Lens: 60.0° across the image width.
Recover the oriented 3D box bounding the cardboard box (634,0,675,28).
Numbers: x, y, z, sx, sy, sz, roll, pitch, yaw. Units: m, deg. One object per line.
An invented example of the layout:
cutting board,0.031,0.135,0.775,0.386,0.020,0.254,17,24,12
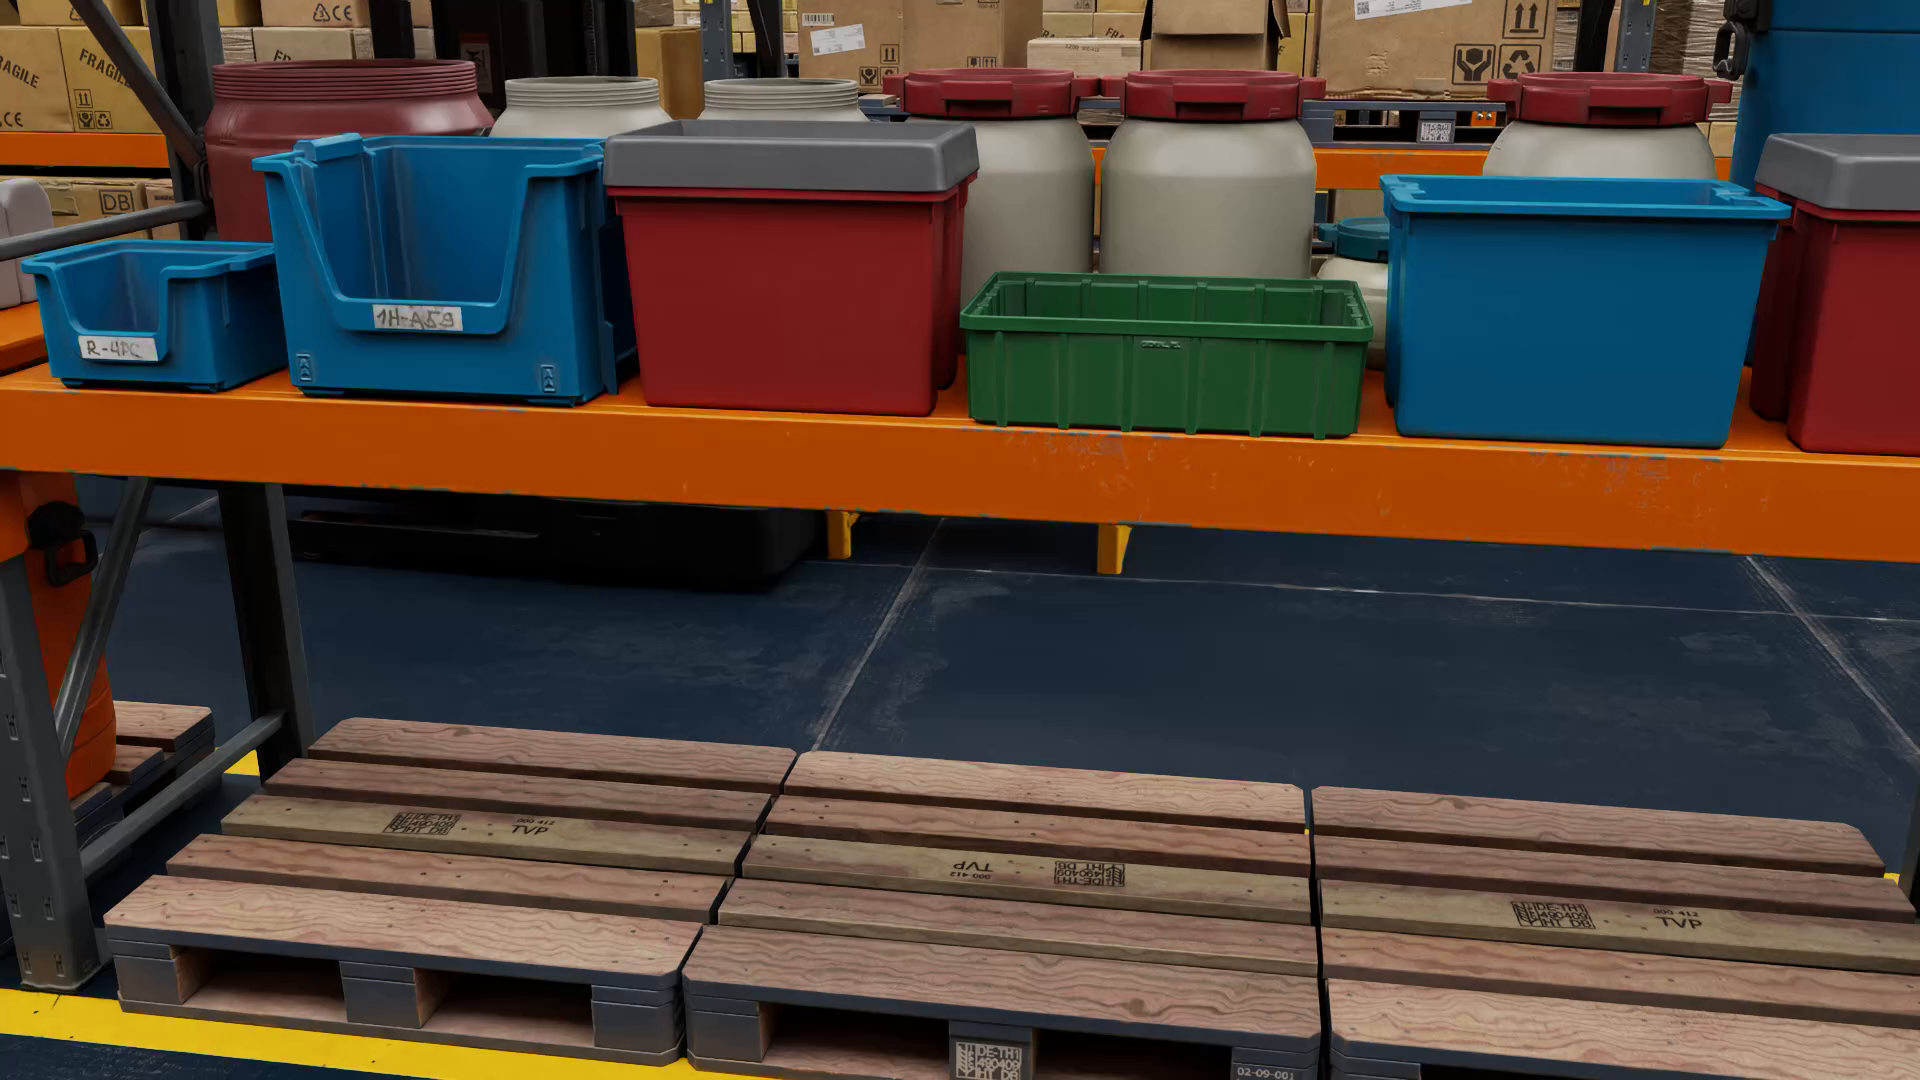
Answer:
cardboard box,-1.760,-2.750,8.056,0.637,0.503,0.797,4,19,11

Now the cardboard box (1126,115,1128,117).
cardboard box,2.575,-5.852,22.146,0.625,0.625,0.875,4,19,10

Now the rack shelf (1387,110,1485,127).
rack shelf,1.821,-3.292,12.548,4.000,0.370,1.077,3,19,9

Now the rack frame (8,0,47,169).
rack frame,-4.990,-2.386,8.708,0.127,3.000,1.000,3,19,9

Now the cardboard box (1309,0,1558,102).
cardboard box,2.147,-2.551,7.593,1.000,1.000,1.000,3,19,9

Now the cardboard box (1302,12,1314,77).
cardboard box,2.739,-3.548,12.022,0.500,0.500,0.500,3,19,8

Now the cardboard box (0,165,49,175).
cardboard box,-5.629,-1.636,9.152,0.875,0.875,0.875,3,19,9

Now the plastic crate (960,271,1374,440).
plastic crate,0.359,-0.331,2.898,0.662,0.188,0.450,3,19,9

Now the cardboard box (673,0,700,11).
cardboard box,-1.987,-4.043,12.455,0.250,0.149,0.380,4,19,11

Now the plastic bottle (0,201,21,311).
plastic bottle,-2.226,-0.650,3.713,0.135,0.276,0.152,3,19,9

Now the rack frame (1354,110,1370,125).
rack frame,5.265,-6.644,21.431,0.127,3.000,1.000,3,19,9

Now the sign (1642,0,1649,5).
sign,2.825,-2.359,6.800,0.005,0.325,0.100,3,19,9

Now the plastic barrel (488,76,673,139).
plastic barrel,-0.776,-0.701,3.496,0.421,0.512,0.421,0,18,0

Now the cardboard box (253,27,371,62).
cardboard box,-3.074,-2.258,8.165,0.500,0.500,0.500,3,19,10

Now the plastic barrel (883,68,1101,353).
plastic barrel,0.062,-0.672,3.370,0.433,0.535,0.433,0,18,0

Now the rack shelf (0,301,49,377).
rack shelf,-3.801,-0.393,3.883,4.000,0.370,1.077,3,19,9

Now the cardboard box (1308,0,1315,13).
cardboard box,2.796,-4.102,12.103,0.500,0.500,0.700,3,19,8

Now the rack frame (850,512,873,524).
rack frame,-0.402,-0.734,6.130,0.032,1.500,0.500,3,19,9

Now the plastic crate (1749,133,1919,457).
plastic crate,1.597,-0.391,2.643,0.583,0.464,0.402,3,19,9

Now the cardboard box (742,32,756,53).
cardboard box,-1.458,-3.734,12.470,0.250,0.149,0.380,3,19,8

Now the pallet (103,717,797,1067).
pallet,-1.067,0.740,3.758,1.213,0.211,1.003,3,19,9

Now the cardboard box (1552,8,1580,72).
cardboard box,4.162,-3.589,12.065,0.550,0.550,0.875,3,19,9

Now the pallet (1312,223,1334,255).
pallet,3.022,-2.225,12.621,1.213,0.211,1.003,3,19,9

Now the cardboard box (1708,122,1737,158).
cardboard box,3.318,-1.743,7.180,0.250,0.149,0.380,3,19,9

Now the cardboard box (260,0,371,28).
cardboard box,-3.066,-2.815,8.251,0.637,0.503,0.797,4,19,10

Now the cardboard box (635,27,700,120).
cardboard box,-1.567,-2.180,7.932,0.500,0.500,0.500,4,19,10

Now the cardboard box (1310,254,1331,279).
cardboard box,1.838,-1.074,8.033,0.500,0.500,0.700,3,19,8

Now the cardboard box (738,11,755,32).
cardboard box,-1.485,-3.875,12.423,0.250,0.149,0.380,3,19,9

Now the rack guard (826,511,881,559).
rack guard,-0.401,-0.140,6.327,0.087,0.250,0.587,3,19,9

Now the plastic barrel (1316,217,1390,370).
plastic barrel,0.841,-0.481,3.231,0.301,0.262,0.301,0,18,0

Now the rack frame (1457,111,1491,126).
rack frame,3.796,-3.532,12.133,0.127,3.000,1.000,3,19,9

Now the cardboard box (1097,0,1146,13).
cardboard box,1.294,-4.179,12.334,0.500,0.500,0.700,3,19,8

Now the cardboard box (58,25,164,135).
cardboard box,-4.079,-2.307,8.314,0.500,0.500,0.500,3,19,9

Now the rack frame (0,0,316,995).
rack frame,-1.826,-0.633,3.468,0.127,3.000,1.000,3,19,9

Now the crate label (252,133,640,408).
crate label,-0.888,-0.515,3.060,0.616,0.435,0.502,3,19,9

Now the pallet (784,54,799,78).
pallet,-0.874,-3.645,12.773,1.003,0.211,1.213,3,19,9

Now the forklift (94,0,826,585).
forklift,-1.980,-1.462,6.053,3.031,2.935,1.130,4,19,12

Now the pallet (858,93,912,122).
pallet,-0.320,-2.092,8.129,1.003,0.211,1.213,3,19,9

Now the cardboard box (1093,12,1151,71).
cardboard box,1.247,-3.624,12.249,0.500,0.500,0.500,3,19,9

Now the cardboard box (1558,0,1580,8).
cardboard box,4.154,-4.086,11.850,0.550,0.550,0.875,3,19,9

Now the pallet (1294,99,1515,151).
pallet,2.177,-1.977,7.786,1.213,0.211,1.003,3,19,9

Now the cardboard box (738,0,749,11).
cardboard box,-1.481,-4.016,12.374,0.250,0.149,0.380,3,19,10

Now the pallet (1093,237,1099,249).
pallet,0.613,-2.348,12.988,1.213,0.211,1.003,3,19,9

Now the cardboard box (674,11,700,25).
cardboard box,-1.988,-3.901,12.501,0.250,0.149,0.380,3,19,10

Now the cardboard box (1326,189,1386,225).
cardboard box,3.168,-2.668,12.433,0.750,0.750,1.050,3,19,8

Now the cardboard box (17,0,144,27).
cardboard box,-4.358,-2.880,8.444,0.637,0.503,0.797,2,19,7

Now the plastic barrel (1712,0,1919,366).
plastic barrel,1.790,-0.784,3.129,0.708,0.901,0.600,3,19,9

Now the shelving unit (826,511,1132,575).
shelving unit,0.089,-0.706,6.048,1.083,1.500,0.587,3,19,9

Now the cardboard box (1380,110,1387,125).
cardboard box,5.690,-5.411,21.418,0.500,0.250,0.500,3,19,9

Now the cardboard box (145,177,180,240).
cardboard box,-3.472,-1.507,8.767,0.875,0.875,1.225,2,19,7

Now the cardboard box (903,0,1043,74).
cardboard box,0.066,-2.420,7.989,0.500,0.500,0.700,6,19,17

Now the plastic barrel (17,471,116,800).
plastic barrel,-2.312,0.177,3.804,0.708,0.830,0.600,3,19,9

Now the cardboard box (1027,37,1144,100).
cardboard box,0.578,-2.157,7.596,0.500,0.250,0.500,2,19,7

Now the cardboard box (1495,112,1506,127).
cardboard box,4.405,-2.670,12.244,0.875,0.875,0.875,3,19,9

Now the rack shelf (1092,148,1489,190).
rack shelf,0.934,-1.743,7.919,4.000,0.370,1.077,3,19,9
